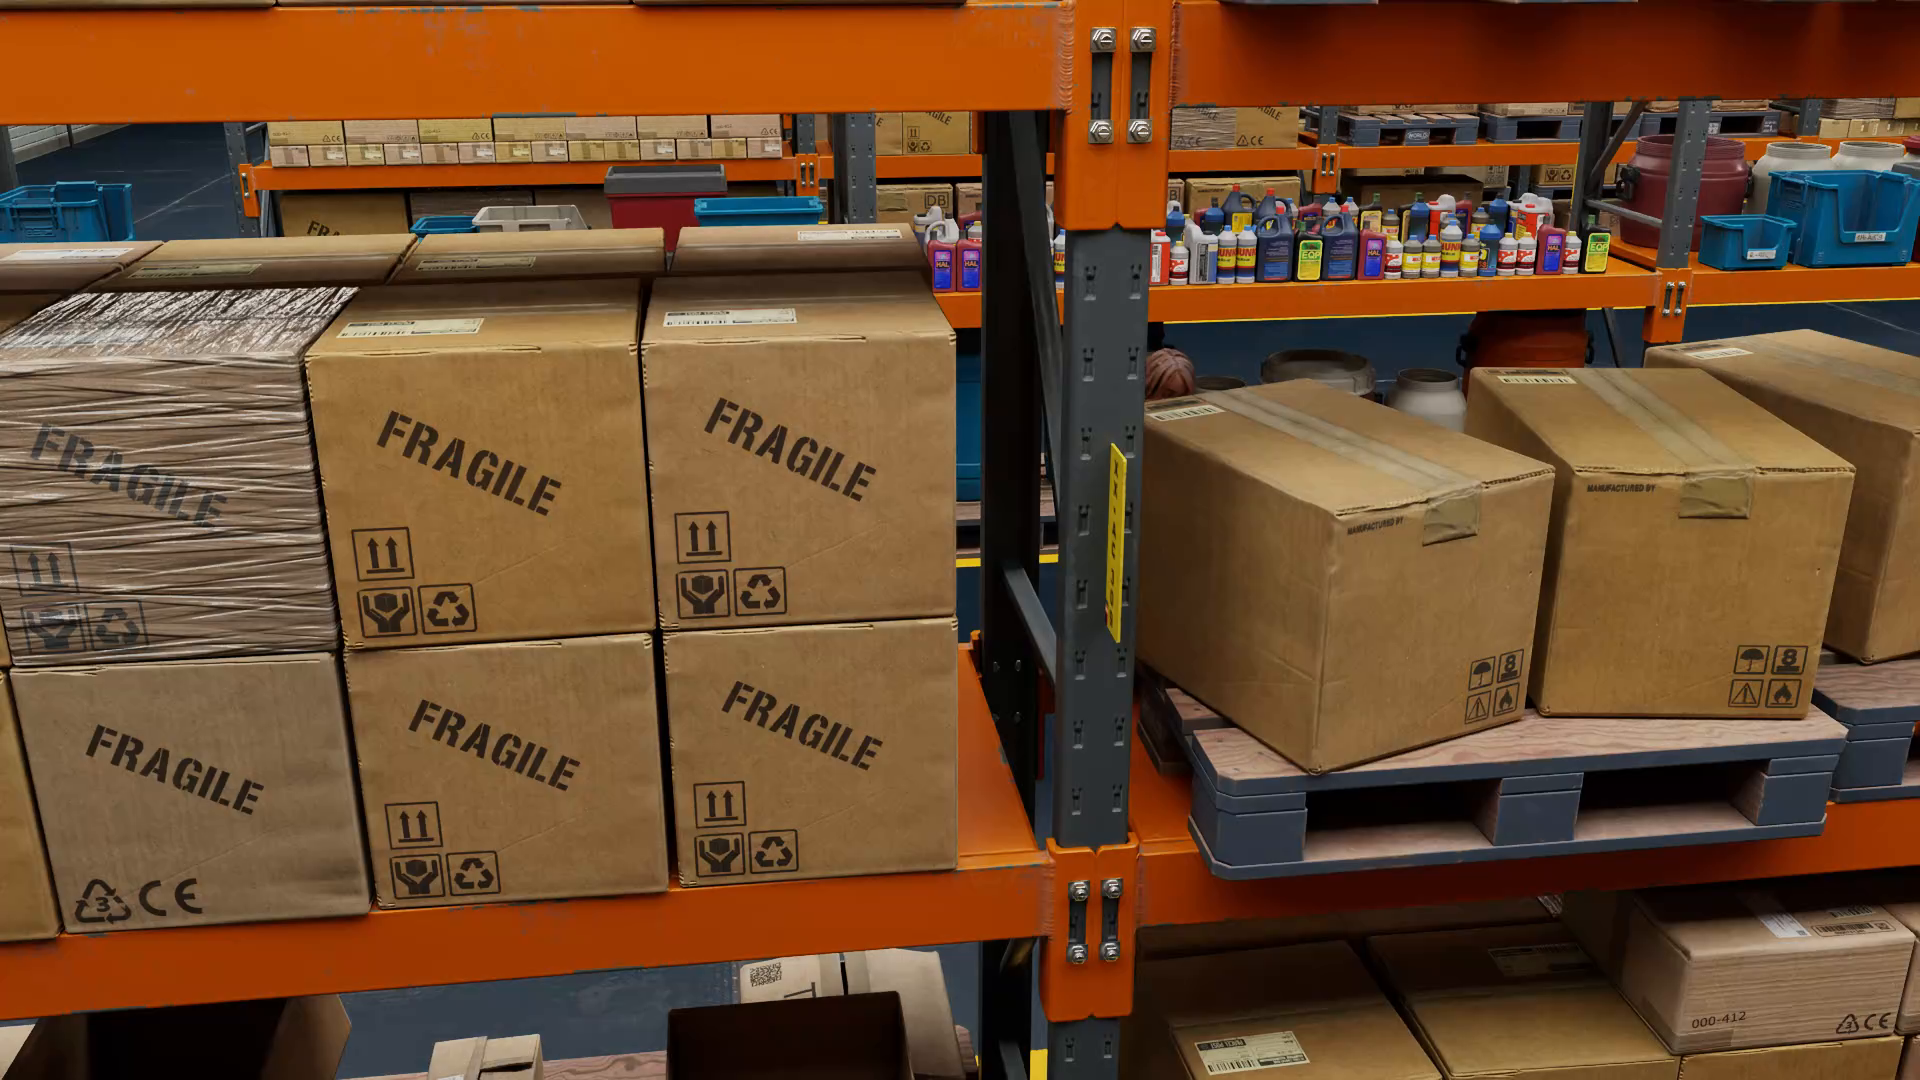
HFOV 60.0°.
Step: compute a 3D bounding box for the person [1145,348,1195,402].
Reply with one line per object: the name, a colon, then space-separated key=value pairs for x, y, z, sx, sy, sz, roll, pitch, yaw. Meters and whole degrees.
person: x=0.658 y=0.099 z=5.827 sx=0.478 sy=1.591 sz=0.345 roll=-4 pitch=21 yaw=-11
